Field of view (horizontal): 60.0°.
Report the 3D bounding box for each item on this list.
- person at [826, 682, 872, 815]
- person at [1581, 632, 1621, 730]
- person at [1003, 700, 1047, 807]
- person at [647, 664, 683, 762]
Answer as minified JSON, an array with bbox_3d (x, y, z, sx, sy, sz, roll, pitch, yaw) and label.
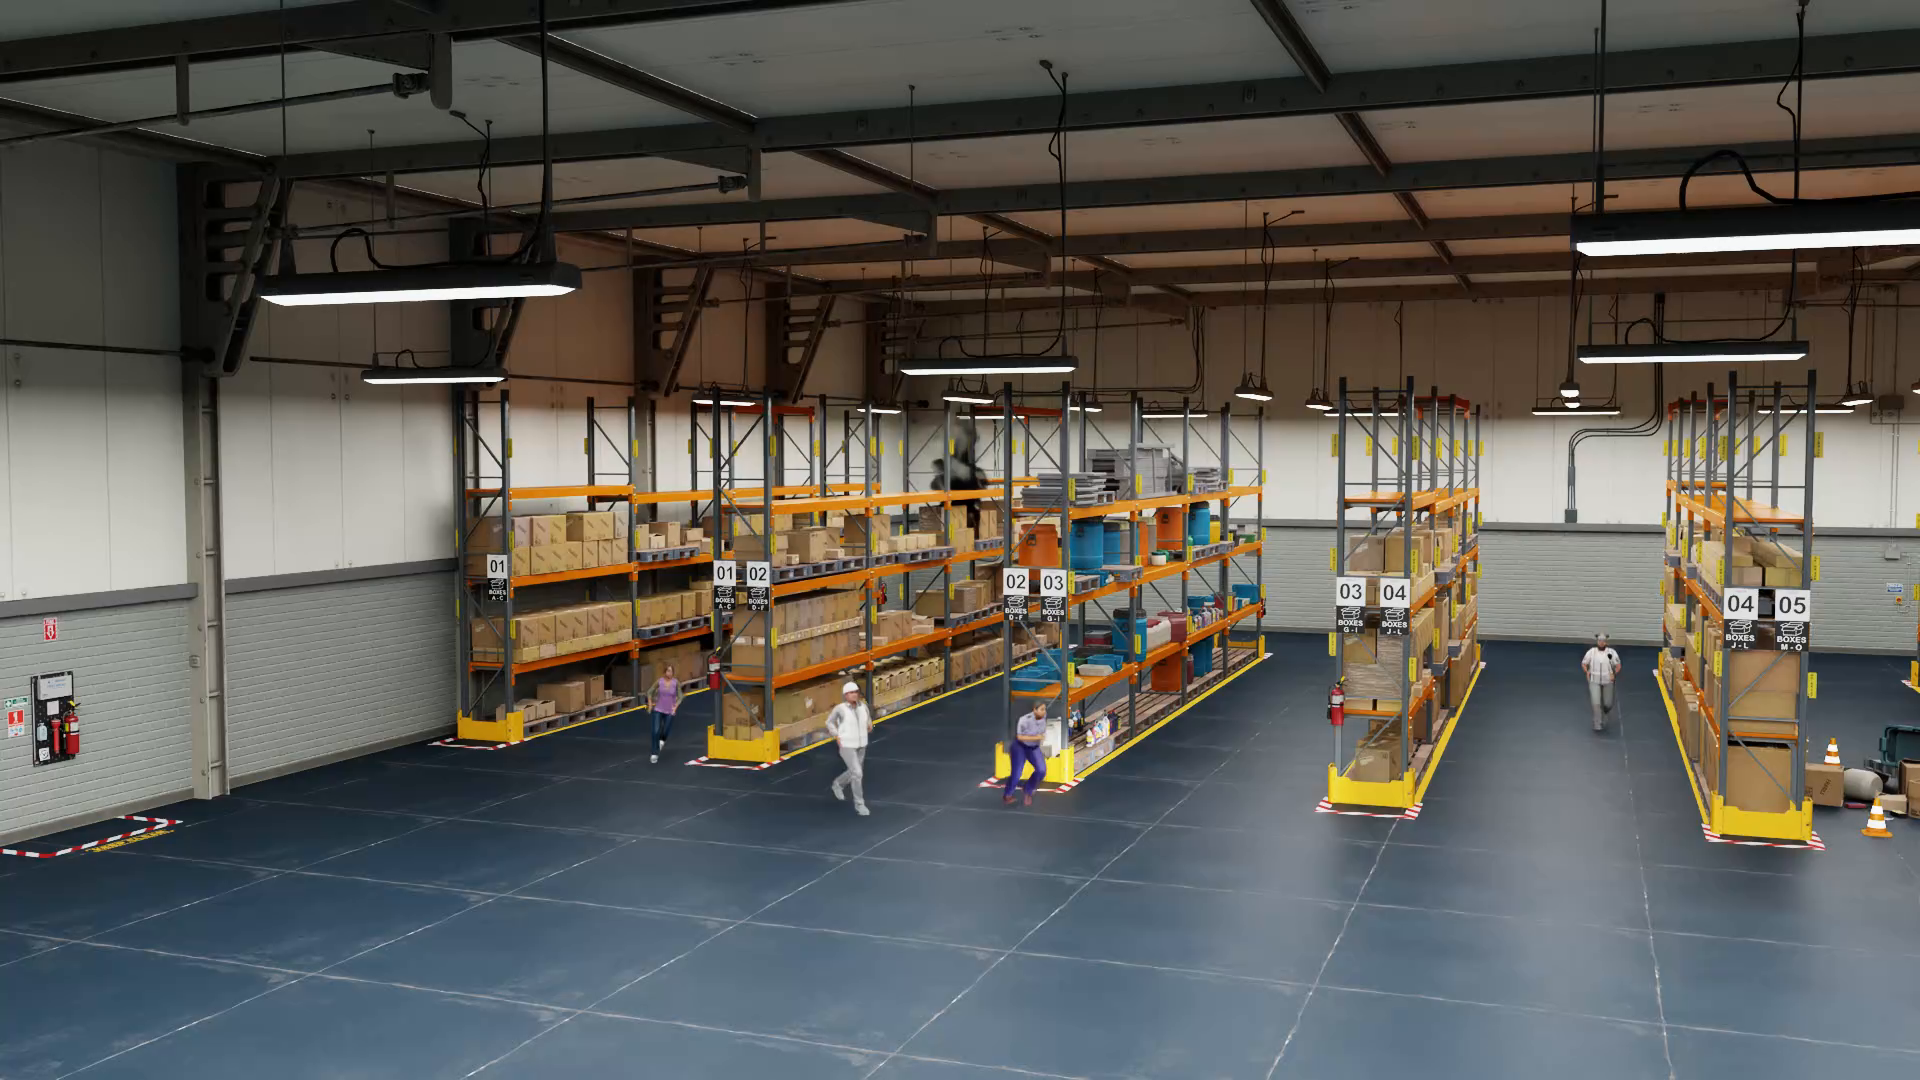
[{"bbox_3d":[-1.493,2.850,23.020,0.648,1.787,0.890,-3,4,-39],"label":"person"},{"bbox_3d":[11.411,2.501,29.615,0.661,1.730,0.629,1,3,20],"label":"person"},{"bbox_3d":[0.976,2.962,23.202,0.635,1.536,0.896,-2,4,-37],"label":"person"},{"bbox_3d":[-4.751,2.772,26.801,0.582,1.555,0.583,0,3,-6],"label":"person"}]
